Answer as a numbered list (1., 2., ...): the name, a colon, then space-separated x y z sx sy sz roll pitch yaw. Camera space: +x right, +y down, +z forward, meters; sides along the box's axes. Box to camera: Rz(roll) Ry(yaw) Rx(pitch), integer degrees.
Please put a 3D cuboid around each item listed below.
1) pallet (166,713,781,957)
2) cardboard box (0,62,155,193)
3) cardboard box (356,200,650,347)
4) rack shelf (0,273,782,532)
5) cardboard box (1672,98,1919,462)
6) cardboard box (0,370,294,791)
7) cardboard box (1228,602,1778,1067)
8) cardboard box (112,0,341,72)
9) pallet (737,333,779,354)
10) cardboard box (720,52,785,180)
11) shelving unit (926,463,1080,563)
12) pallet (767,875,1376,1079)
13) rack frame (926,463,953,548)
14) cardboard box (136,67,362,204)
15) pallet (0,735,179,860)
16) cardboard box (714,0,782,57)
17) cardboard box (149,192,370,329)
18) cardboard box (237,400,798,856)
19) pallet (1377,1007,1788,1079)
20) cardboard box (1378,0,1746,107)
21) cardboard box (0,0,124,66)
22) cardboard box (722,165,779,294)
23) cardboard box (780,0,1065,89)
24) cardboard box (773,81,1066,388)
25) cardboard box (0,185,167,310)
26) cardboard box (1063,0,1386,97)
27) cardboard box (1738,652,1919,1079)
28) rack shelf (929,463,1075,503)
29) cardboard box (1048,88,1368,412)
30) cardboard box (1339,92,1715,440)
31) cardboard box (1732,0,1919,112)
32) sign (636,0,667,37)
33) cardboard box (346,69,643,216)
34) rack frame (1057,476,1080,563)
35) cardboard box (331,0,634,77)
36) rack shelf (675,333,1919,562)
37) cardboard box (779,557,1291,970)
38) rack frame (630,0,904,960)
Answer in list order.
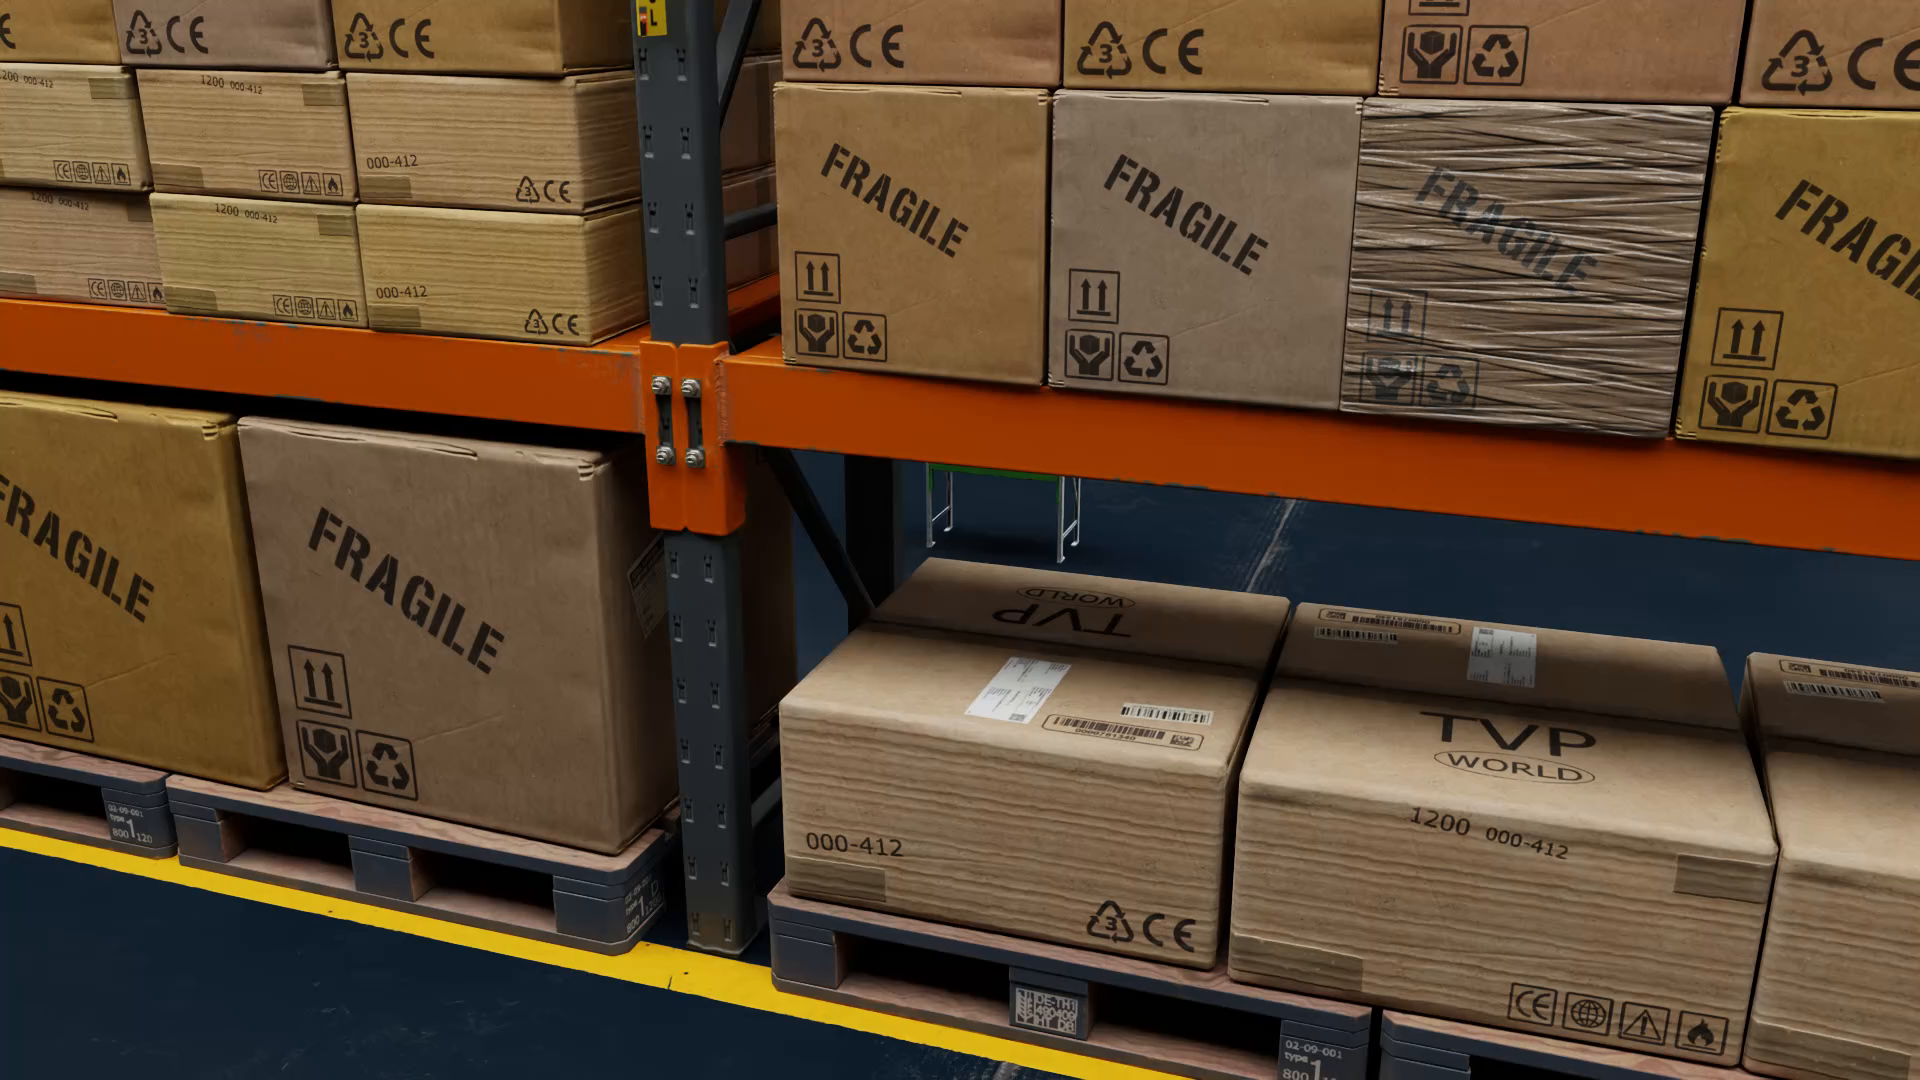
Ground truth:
1. pallet: -1.116 0.568 4.125 1.213 0.211 1.003 7 20 18
2. cardboard box: -1.824 -0.932 3.660 0.500 0.250 0.500 7 20 19
3. cardboard box: -0.868 -0.588 3.433 0.500 0.250 0.500 6 20 17
4. rack shelf: -2.251 -0.565 4.232 4.000 0.370 1.077 7 20 18
5. cardboard box: 1.424 -0.437 2.620 0.500 0.500 0.500 7 20 20
6. cardboard box: -1.830 -0.021 4.169 0.875 0.875 0.875 7 20 20
7. cardboard box: 1.042 0.521 3.280 0.875 0.438 0.875 6 20 16
8. cardboard box: -1.358 -1.232 3.381 0.500 0.500 0.500 7 20 19
9. pallet: -0.725 -1.137 9.016 1.213 0.211 1.003 7 20 18
10. cardboard box: -0.685 -0.989 3.824 0.500 0.250 0.500 6 20 16
11. shelving unit: 0.156 -0.549 5.827 0.503 1.200 0.258 7 20 18
12. pallet: 0.331 0.735 3.648 1.213 0.211 1.003 7 20 18
13. rack frame: -0.074 -0.575 5.903 0.015 1.200 0.240 7 20 18
14. cardboard box: -1.333 -0.877 3.505 0.500 0.250 0.500 7 20 19
15. pallet: -2.272 0.437 4.501 1.213 0.211 1.003 7 20 18
16. cardboard box: -0.683 -1.345 3.706 0.500 0.500 0.500 7 20 19
17. cardboard box: -1.349 -0.643 3.592 0.500 0.250 0.500 6 20 17
18. cardboard box: -0.974 0.074 3.896 0.875 0.875 0.875 7 20 20
19. pallet: 1.487 0.866 3.271 1.213 0.211 1.003 7 20 18
20. cardboard box: 0.964 -0.966 2.619 0.500 0.500 0.500 7 20 19
21. cardboard box: -1.830 -1.292 3.556 0.500 0.500 0.500 7 20 20
22. cardboard box: -0.691 -0.747 3.891 0.500 0.250 0.500 6 20 17
23. cardboard box: 0.008 -1.081 2.950 0.500 0.500 0.500 7 20 18
24. cardboard box: -0.005 -0.604 3.099 0.500 0.500 0.500 7 20 20
25. cardboard box: -1.820 -0.704 3.765 0.500 0.250 0.500 6 20 17
26. cardboard box: 0.483 -1.025 2.787 0.500 0.500 0.500 6 20 17
27. cardboard box: 1.893 0.619 2.999 0.875 0.438 0.875 7 20 20
28. rack shelf: 0.156 -0.262 5.927 0.480 0.148 0.258 7 20 18
29. cardboard box: 0.469 -0.548 2.939 0.500 0.500 0.500 7 20 18
30. cardboard box: 0.937 -0.492 2.779 0.500 0.500 0.500 7 20 18
31. cardboard box: 1.439 -0.910 2.460 0.500 0.500 0.500 6 20 18
32. sign: -0.531 -1.028 2.830 0.005 0.325 0.100 7 20 18
33. cardboard box: -0.858 -0.826 3.356 0.500 0.250 0.500 7 20 18
34. rack frame: 0.387 -0.522 5.752 0.015 1.200 0.240 7 20 18
35. cardboard box: -0.866 -1.178 3.228 0.500 0.500 0.500 7 20 20
36. rack shelf: 1.527 -0.133 2.993 4.000 0.370 1.077 7 20 18
37. cardboard box: 0.196 0.424 3.556 0.875 0.438 0.875 6 20 17
38. rack frame: -0.362 -0.688 3.494 0.127 3.000 1.000 7 20 18
